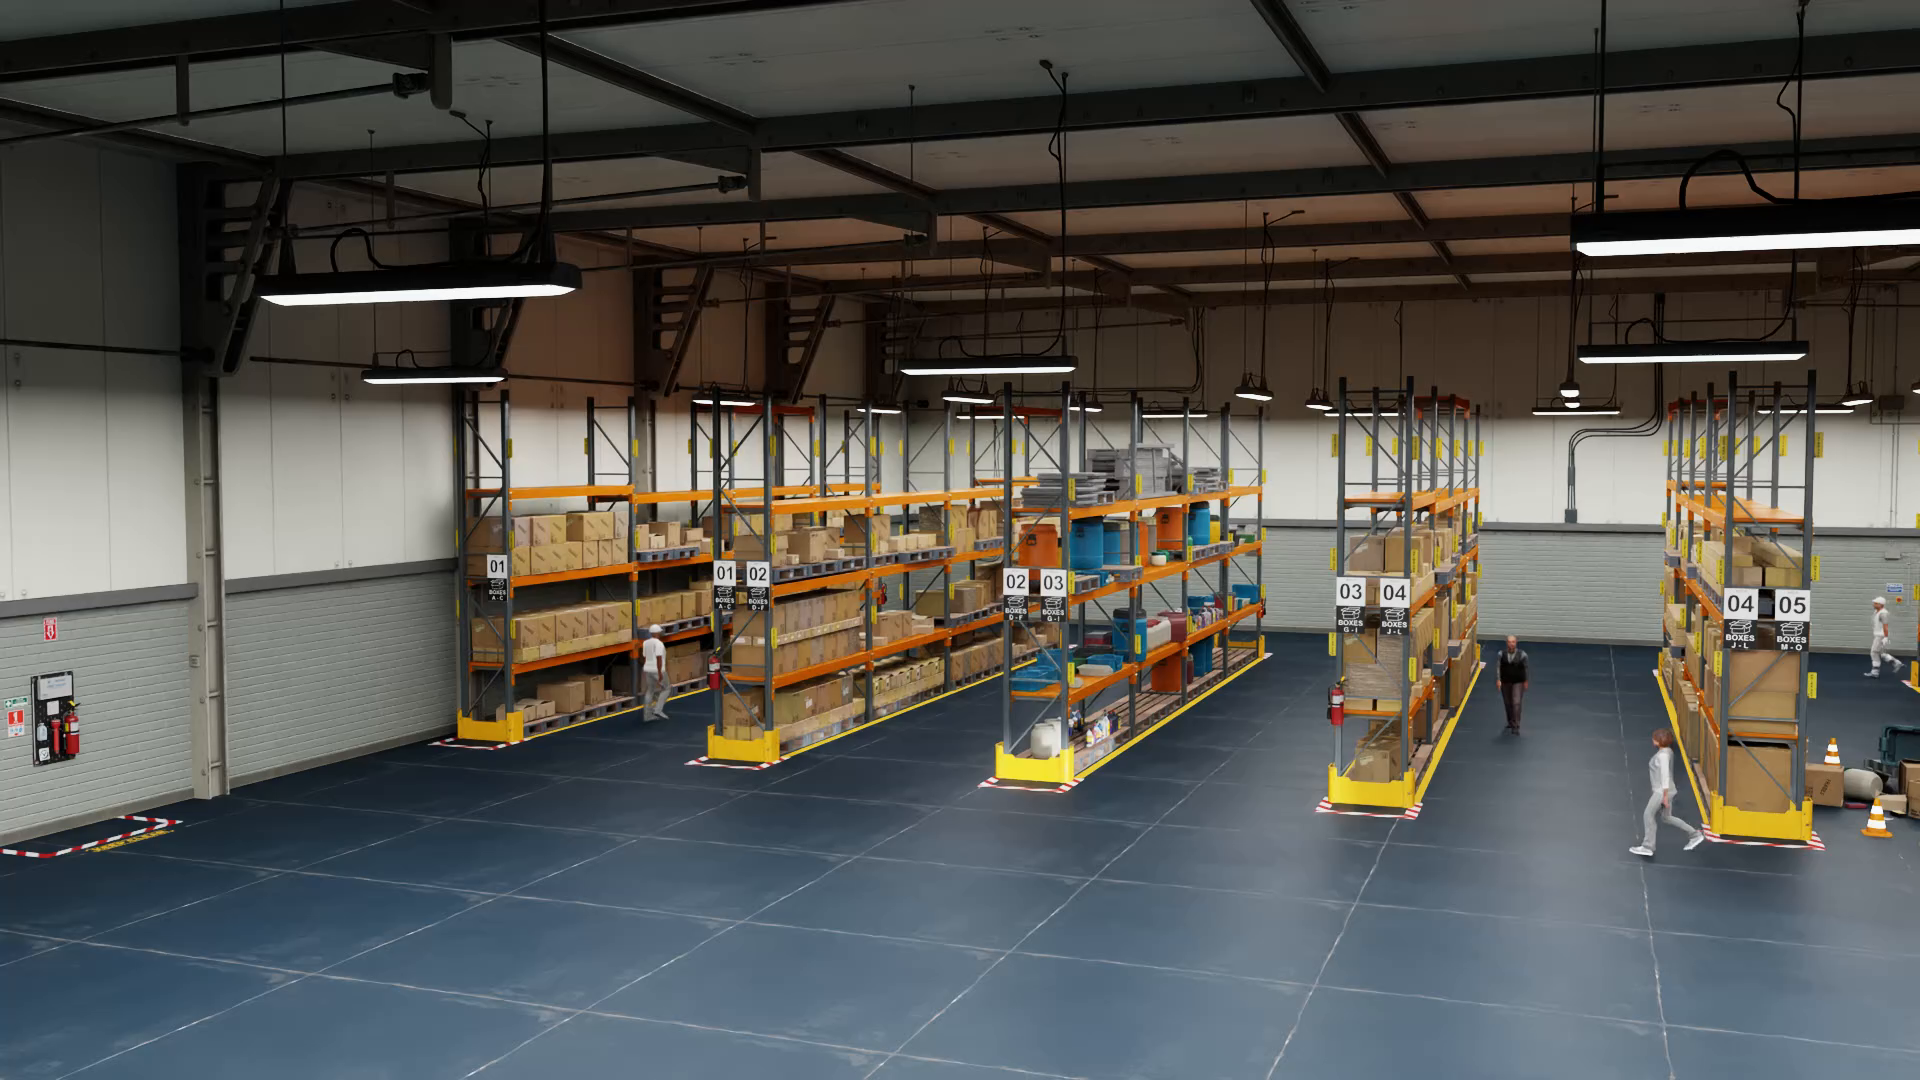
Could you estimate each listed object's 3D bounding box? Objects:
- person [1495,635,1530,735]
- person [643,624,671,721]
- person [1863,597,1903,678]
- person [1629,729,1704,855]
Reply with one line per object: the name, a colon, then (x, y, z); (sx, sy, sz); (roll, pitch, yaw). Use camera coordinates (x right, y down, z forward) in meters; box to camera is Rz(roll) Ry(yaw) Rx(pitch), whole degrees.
person: (9.691, 2.522, 29.255); (0.554, 1.681, 0.919); (2, 4, 34)
person: (-5.629, 2.424, 30.577); (0.598, 1.744, 0.529); (2, 4, 34)
person: (20.156, 2.116, 36.254); (0.783, 1.774, 0.550); (1, 3, 24)
person: (8.652, 3.085, 20.320); (0.847, 1.560, 0.416); (1, 3, 22)
